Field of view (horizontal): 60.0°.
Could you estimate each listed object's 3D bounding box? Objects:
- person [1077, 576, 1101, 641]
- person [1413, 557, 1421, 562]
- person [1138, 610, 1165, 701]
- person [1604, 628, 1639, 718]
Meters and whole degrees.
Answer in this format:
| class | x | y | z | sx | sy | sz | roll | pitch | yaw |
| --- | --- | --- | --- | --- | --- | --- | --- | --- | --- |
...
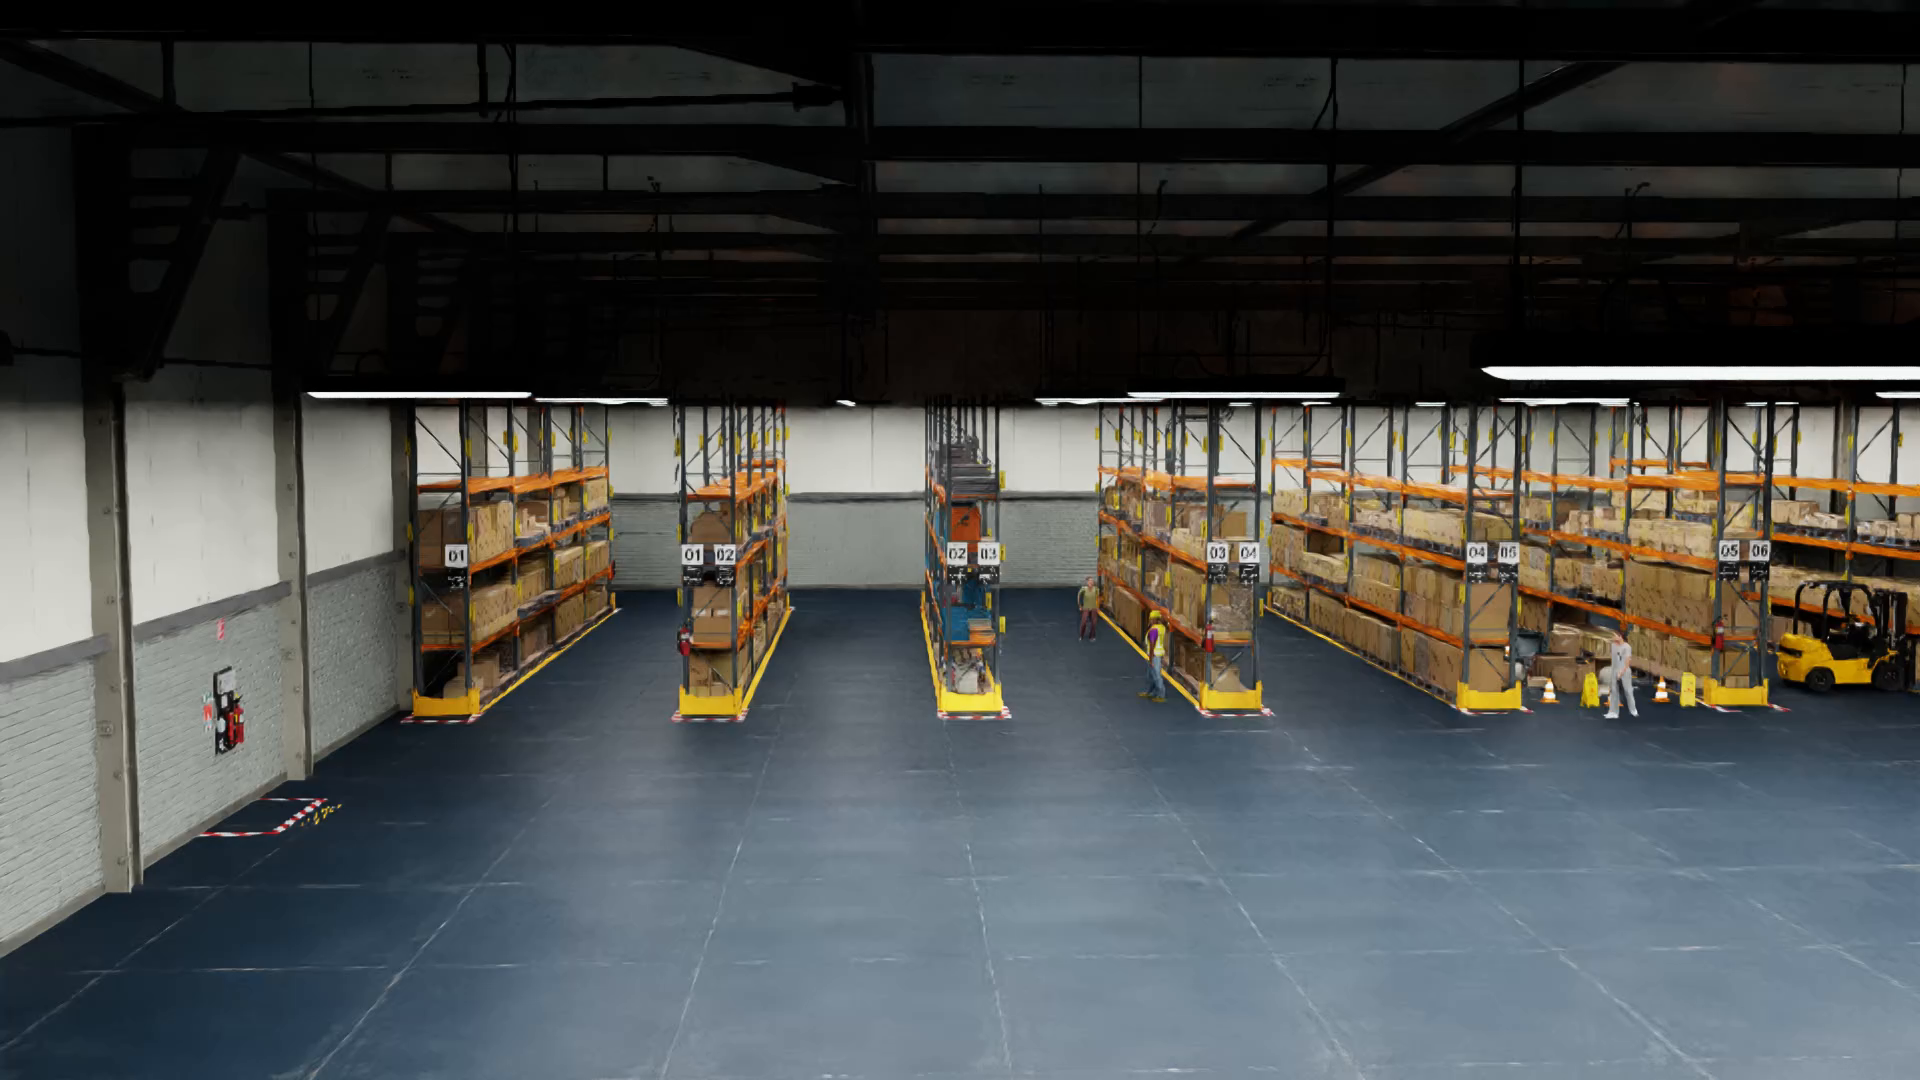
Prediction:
| class | x | y | z | sx | sy | sz | roll | pitch | yaw |
| --- | --- | --- | --- | --- | --- | --- | --- | --- | --- |
| person | 3.177 | 1.703 | 40.946 | 0.598 | 1.589 | 0.506 | 0 | 5 | -4 |
| person | 12.811 | 1.306 | 46.592 | 0.464 | 1.472 | 0.606 | 0 | 5 | 3 |
| person | 3.771 | 2.251 | 32.678 | 0.617 | 1.760 | 0.783 | 2 | 5 | 20 |
| person | 12.285 | 2.459 | 30.838 | 0.701 | 1.664 | 0.484 | -3 | 5 | -34 |
